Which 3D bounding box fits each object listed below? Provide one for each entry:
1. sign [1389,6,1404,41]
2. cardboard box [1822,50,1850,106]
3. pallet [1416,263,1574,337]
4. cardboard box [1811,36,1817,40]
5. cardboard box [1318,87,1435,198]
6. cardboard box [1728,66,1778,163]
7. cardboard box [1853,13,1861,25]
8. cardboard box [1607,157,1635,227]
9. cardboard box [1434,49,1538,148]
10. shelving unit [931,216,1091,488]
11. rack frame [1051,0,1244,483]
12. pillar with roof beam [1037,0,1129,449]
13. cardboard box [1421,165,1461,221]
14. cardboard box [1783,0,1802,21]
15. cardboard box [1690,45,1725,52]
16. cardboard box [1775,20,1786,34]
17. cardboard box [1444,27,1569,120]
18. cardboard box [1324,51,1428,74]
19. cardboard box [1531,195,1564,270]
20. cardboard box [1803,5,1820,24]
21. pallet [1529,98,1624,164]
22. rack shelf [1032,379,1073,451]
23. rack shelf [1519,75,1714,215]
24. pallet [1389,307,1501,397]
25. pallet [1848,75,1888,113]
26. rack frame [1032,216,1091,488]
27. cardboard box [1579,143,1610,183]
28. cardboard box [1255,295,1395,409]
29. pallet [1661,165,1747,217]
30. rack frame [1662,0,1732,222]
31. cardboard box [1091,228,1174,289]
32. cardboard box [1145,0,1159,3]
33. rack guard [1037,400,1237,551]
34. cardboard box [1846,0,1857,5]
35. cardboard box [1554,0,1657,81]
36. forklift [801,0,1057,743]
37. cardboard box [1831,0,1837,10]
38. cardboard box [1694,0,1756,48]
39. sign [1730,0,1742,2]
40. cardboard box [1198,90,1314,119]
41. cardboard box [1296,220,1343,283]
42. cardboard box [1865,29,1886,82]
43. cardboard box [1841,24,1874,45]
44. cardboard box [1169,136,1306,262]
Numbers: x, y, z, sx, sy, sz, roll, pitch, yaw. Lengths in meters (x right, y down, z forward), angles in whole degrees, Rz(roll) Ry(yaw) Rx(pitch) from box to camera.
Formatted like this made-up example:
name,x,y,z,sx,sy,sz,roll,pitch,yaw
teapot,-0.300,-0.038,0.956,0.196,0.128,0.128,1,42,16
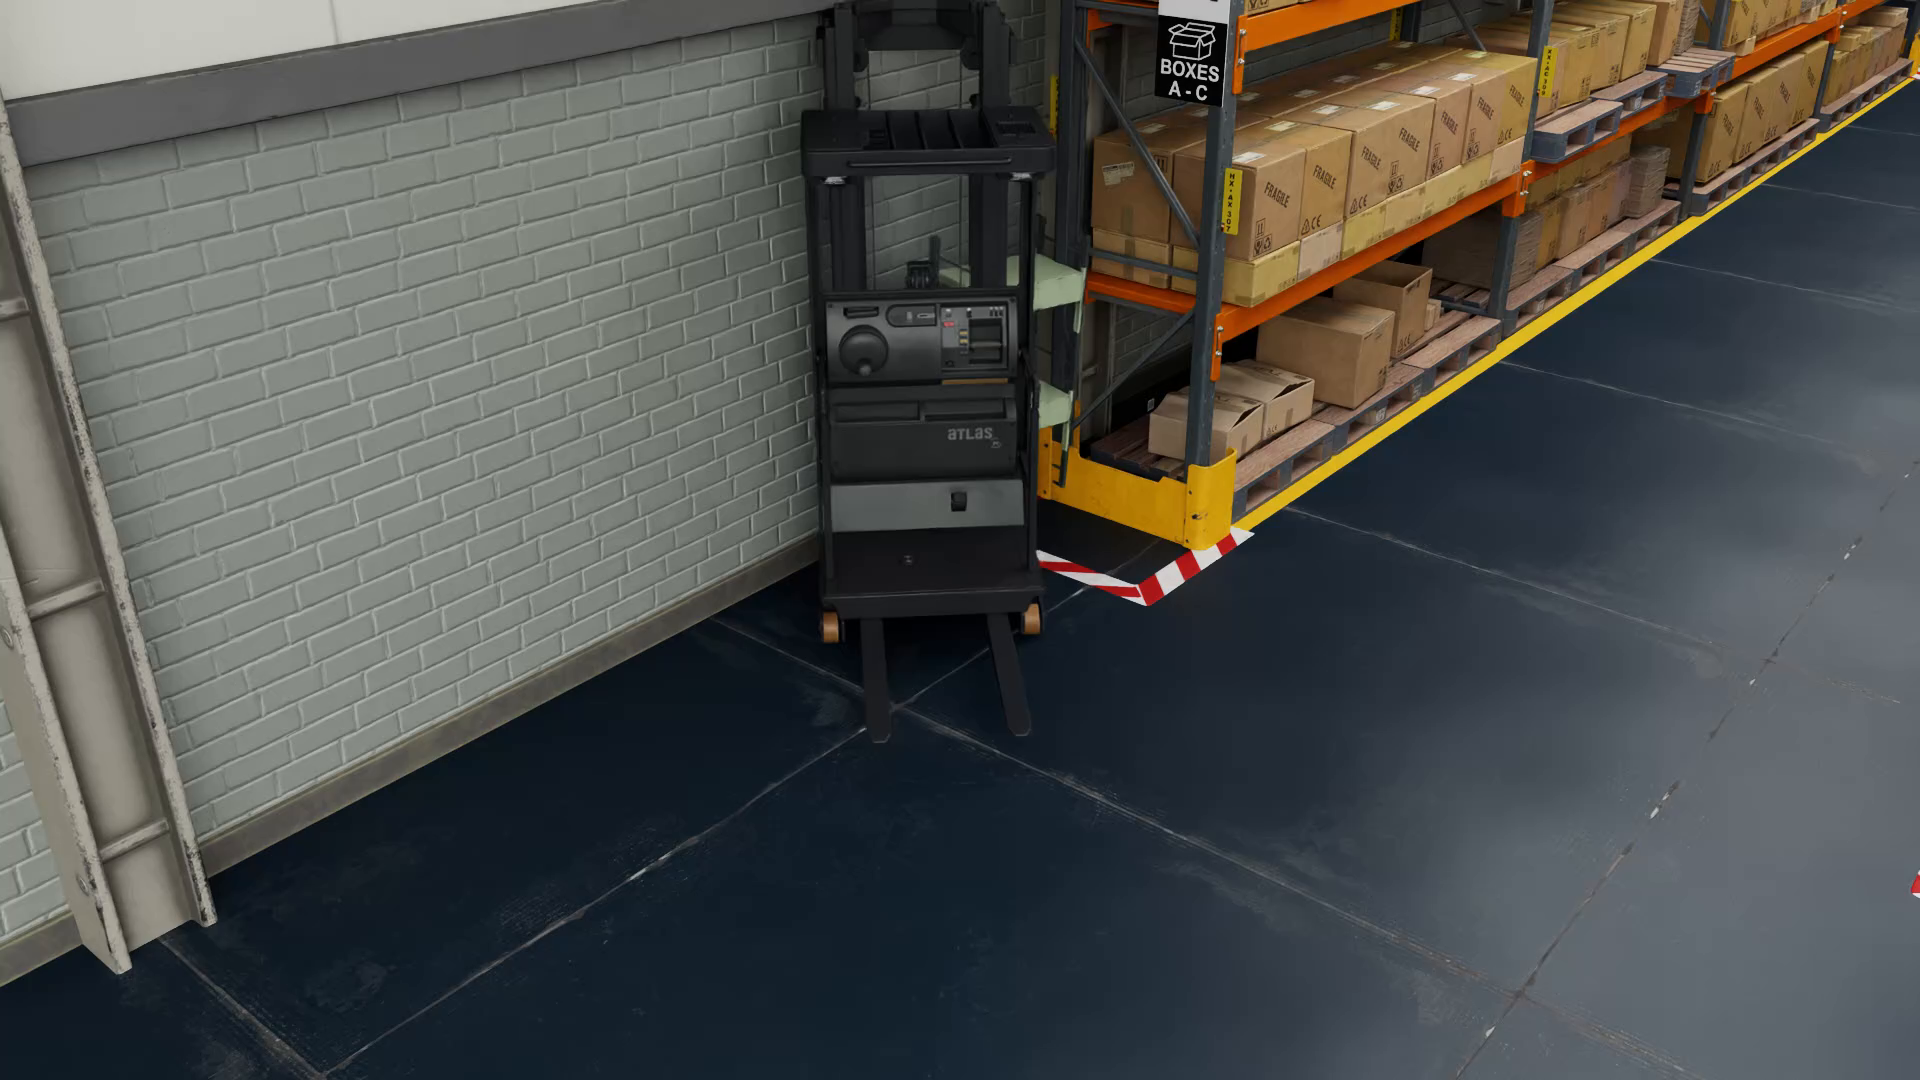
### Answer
name,x,y,z,sx,sy,sz,roll,pitch,yaw
sign,3.049,-3.560,11.606,0.100,0.325,0.005,21,34,34
cardboard box,9.123,-5.032,17.976,0.700,0.500,0.500,21,34,35
pallet,3.974,-1.922,12.736,1.003,0.211,1.213,21,34,34
cardboard box,9.378,-5.608,18.383,0.380,0.149,0.250,20,33,33
cardboard box,2.446,-2.363,9.879,0.500,0.500,0.500,22,35,36
cardboard box,7.155,-4.065,15.727,0.750,0.750,0.750,21,34,34
cardboard box,10.189,-6.060,19.258,0.380,0.149,0.250,21,34,35
cardboard box,5.189,-2.969,13.966,0.700,0.500,0.500,21,34,34
cardboard box,3.418,-2.902,10.920,0.500,0.500,0.500,21,34,34
shelving unit,0.234,-0.951,9.154,0.755,1.500,0.431,-18,35,-35
rack frame,0.936,-1.466,8.820,1.000,3.000,0.127,21,34,34
pillar with roof beam,4.035,-3.374,5.978,9.100,9.000,0.400,21,34,34
cardboard box,2.781,-2.213,10.405,0.500,0.250,0.500,21,34,34
cardboard box,7.512,-5.131,15.449,0.500,0.500,0.500,22,34,36
cardboard box,6.412,-4.249,14.450,0.380,0.149,0.250,20,34,34
cardboard box,7.552,-4.887,15.684,0.380,0.149,0.250,22,35,36
cardboard box,3.830,-3.295,11.767,0.700,0.500,0.500,21,34,35
cardboard box,2.688,-2.872,10.862,0.500,0.500,0.500,21,34,34
cardboard box,4.225,-2.433,12.931,0.700,0.500,0.500,20,33,33
cardboard box,8.107,-5.130,16.153,0.380,0.149,0.250,21,34,34
pallet,4.078,-3.028,12.047,1.003,0.211,1.213,21,34,34
rack shelf,0.213,-0.664,9.308,0.720,0.370,0.431,-18,35,-35
rack shelf,4.752,-3.274,13.097,1.077,0.370,4.000,21,34,34
pallet,3.080,-1.397,11.722,1.003,0.211,1.213,21,34,34
pallet,9.888,-5.163,19.002,1.003,0.211,1.213,21,34,34
rack frame,0.521,-1.042,9.362,0.023,1.500,0.400,-18,35,-35
cardboard box,4.872,-3.083,13.370,0.500,0.250,0.500,21,34,34
cardboard box,2.313,-1.218,10.582,0.700,0.500,0.500,18,33,31
pallet,6.584,-3.322,15.441,1.003,0.211,1.213,21,34,34
rack frame,6.024,-4.303,14.303,1.000,3.000,0.127,21,34,34
cardboard box,1.083,-1.631,9.279,0.500,0.250,0.500,21,34,35
cardboard box,1.006,-3.074,8.532,0.500,0.500,0.500,24,36,38
rack guard,0.984,-0.383,9.446,1.175,0.500,0.348,21,34,34
cardboard box,8.926,-6.042,17.338,0.980,0.700,0.700,21,34,35
cardboard box,4.957,-3.925,12.984,0.700,0.500,0.500,21,34,34
forklift,-0.164,-0.946,7.889,1.130,2.935,3.031,-2,27,-4
cardboard box,8.572,-5.416,16.705,0.380,0.149,0.250,21,34,35
cardboard box,6.531,-4.585,14.395,0.500,0.500,0.500,22,35,36
sign,6.449,-4.626,13.755,0.100,0.325,0.005,21,34,34
cardboard box,1.725,-2.331,9.817,0.500,0.500,0.500,20,33,33
cardboard box,1.810,-1.677,9.369,0.500,0.250,0.500,20,33,33
cardboard box,10.107,-5.582,19.039,0.700,0.500,0.500,19,33,33
cardboard box,9.814,-5.574,18.317,0.380,0.149,0.250,20,33,33
cardboard box,1.471,-1.823,8.835,0.500,0.500,0.500,21,34,34
